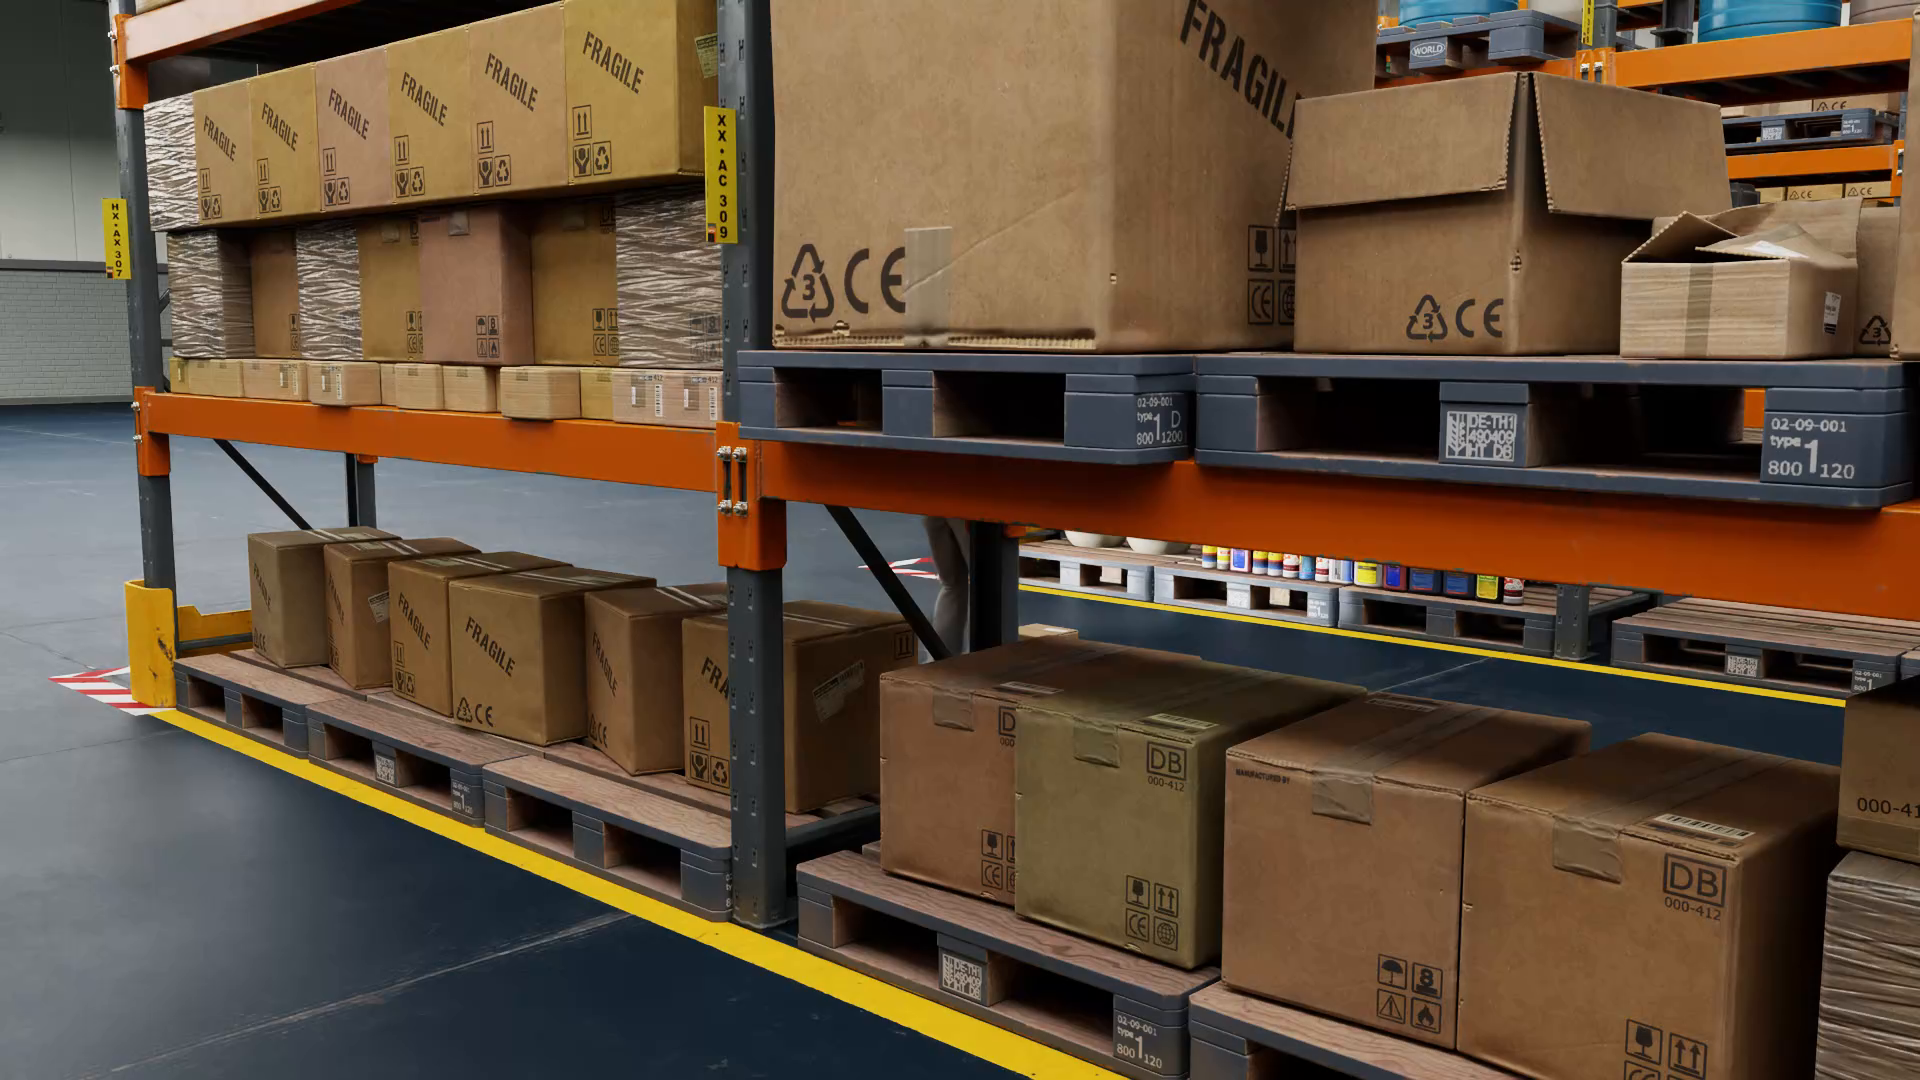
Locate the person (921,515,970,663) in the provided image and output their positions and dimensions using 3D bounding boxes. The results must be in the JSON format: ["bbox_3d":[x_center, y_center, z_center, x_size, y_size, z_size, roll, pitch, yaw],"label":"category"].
[{"bbox_3d":[0.016,-0.122,6.933,0.370,1.637,0.458,-7,10,-44],"label":"person"}]
